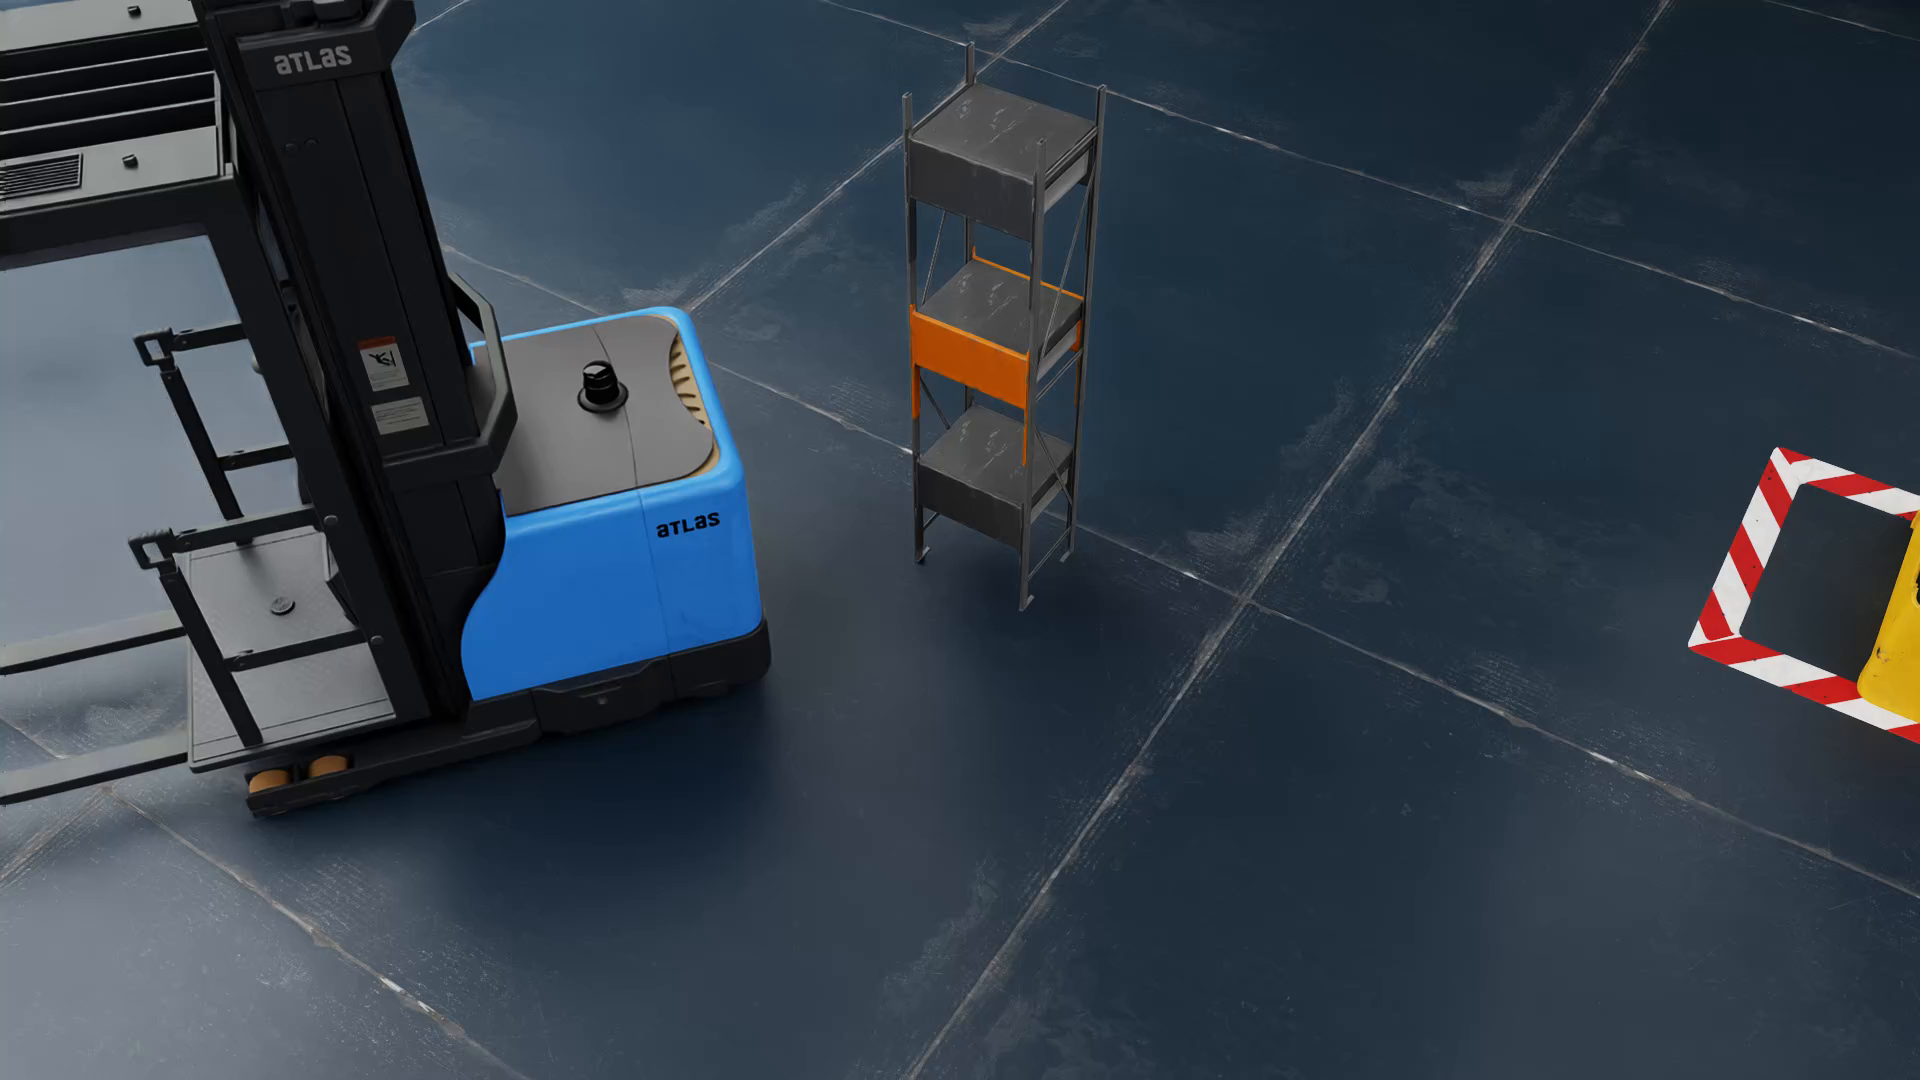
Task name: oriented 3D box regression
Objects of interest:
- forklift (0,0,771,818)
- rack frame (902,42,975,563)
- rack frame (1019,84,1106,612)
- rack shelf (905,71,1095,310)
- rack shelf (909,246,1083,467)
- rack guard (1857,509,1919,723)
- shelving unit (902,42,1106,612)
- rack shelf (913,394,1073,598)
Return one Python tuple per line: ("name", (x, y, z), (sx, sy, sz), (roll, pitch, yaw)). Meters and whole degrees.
("forklift", (-2.280, -0.489, 5.182), (3.031, 2.935, 1.130), (-13, 47, -13))
("rack frame", (-0.066, -0.762, 6.026), (0.015, 2.100, 0.400), (25, 51, 22))
("rack frame", (0.345, -0.573, 5.843), (0.015, 2.100, 0.400), (25, 51, 22))
("rack shelf", (0.139, -1.146, 5.442), (0.480, 0.518, 0.431), (25, 51, 22))
("rack shelf", (0.139, -0.658, 5.944), (0.480, 0.518, 0.431), (25, 51, 22))
("rack guard", (3.783, 0.120, 6.285), (0.348, 0.500, 1.175), (25, 51, 22))
("shelving unit", (0.139, -0.668, 5.935), (0.503, 2.100, 0.431), (25, 51, 22))
("rack shelf", (0.139, -0.170, 6.446), (0.480, 0.518, 0.431), (25, 51, 22))
